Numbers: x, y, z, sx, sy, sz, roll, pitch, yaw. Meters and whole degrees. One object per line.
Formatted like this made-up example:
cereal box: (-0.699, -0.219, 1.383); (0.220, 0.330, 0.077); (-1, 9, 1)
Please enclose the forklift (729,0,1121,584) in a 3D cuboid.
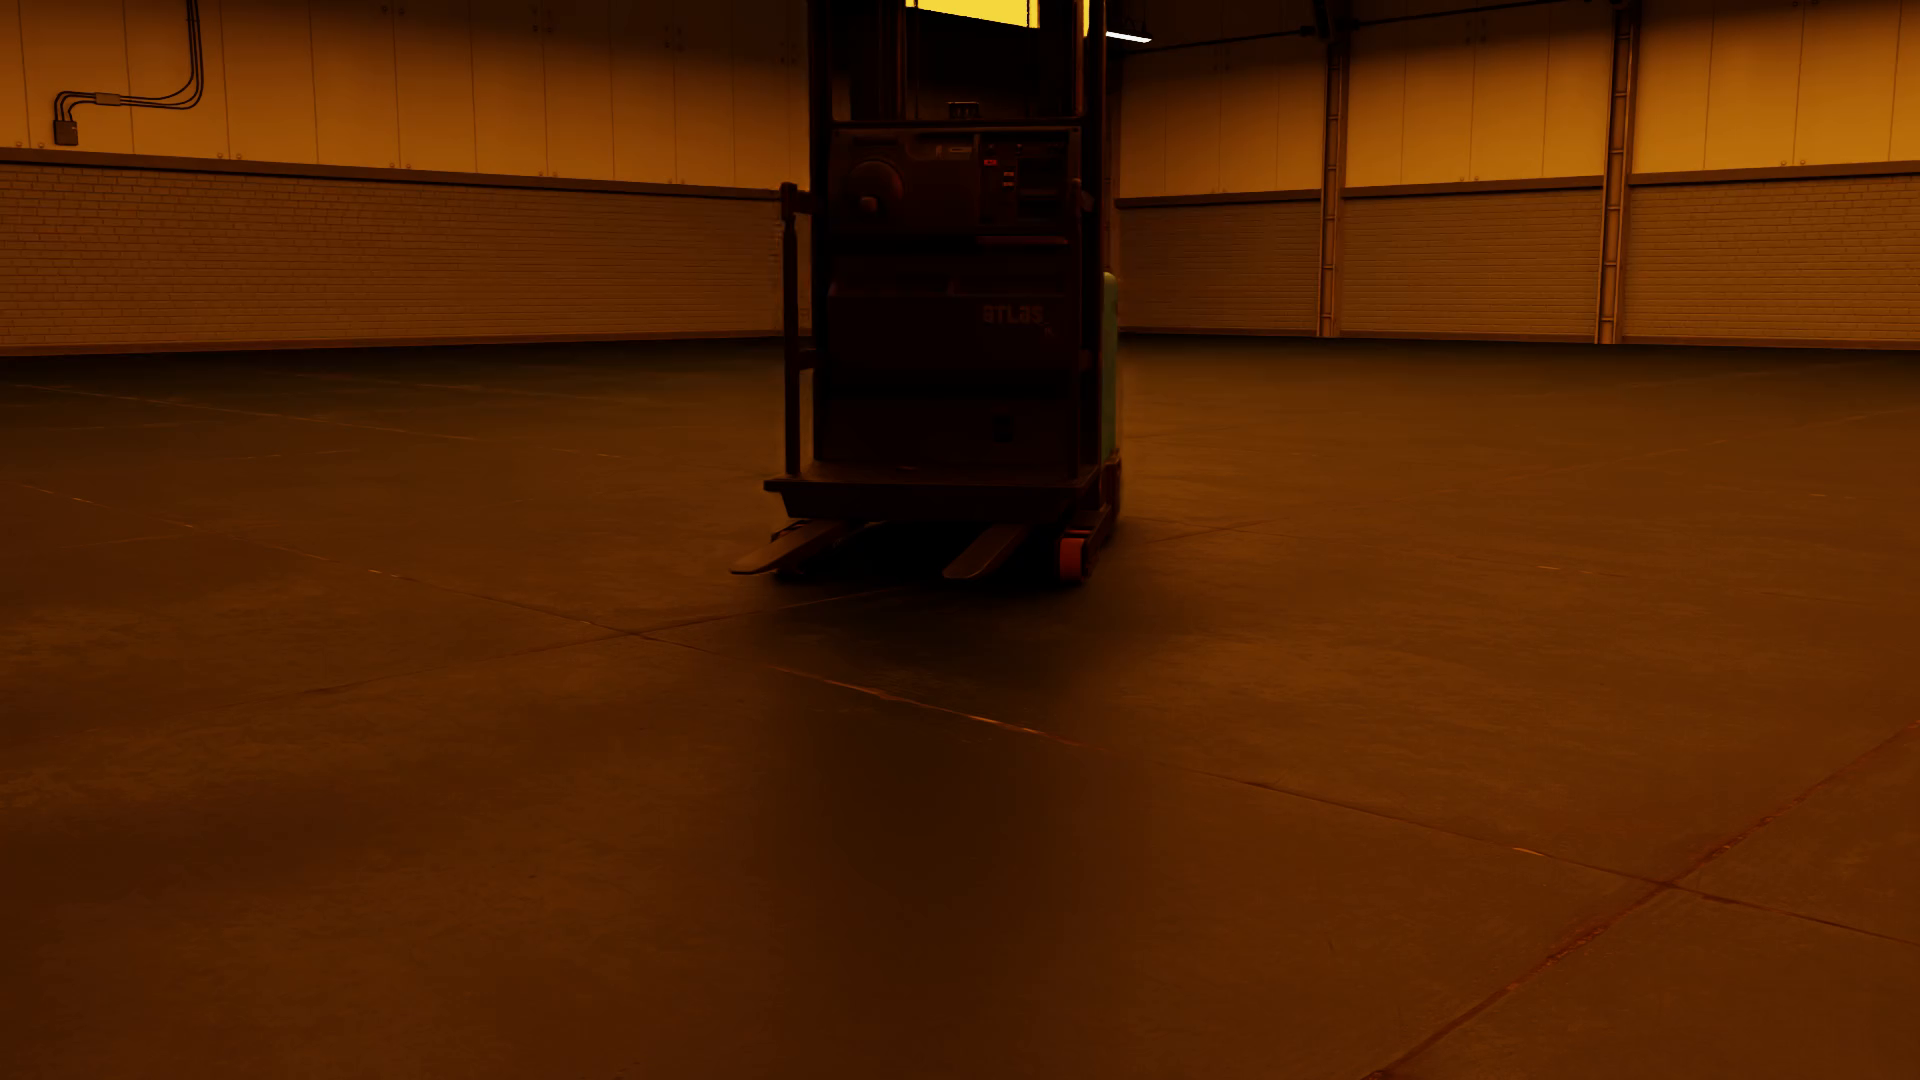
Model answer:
forklift: (-0.056, -1.354, 5.865); (1.130, 2.935, 3.031); (1, 9, 10)
